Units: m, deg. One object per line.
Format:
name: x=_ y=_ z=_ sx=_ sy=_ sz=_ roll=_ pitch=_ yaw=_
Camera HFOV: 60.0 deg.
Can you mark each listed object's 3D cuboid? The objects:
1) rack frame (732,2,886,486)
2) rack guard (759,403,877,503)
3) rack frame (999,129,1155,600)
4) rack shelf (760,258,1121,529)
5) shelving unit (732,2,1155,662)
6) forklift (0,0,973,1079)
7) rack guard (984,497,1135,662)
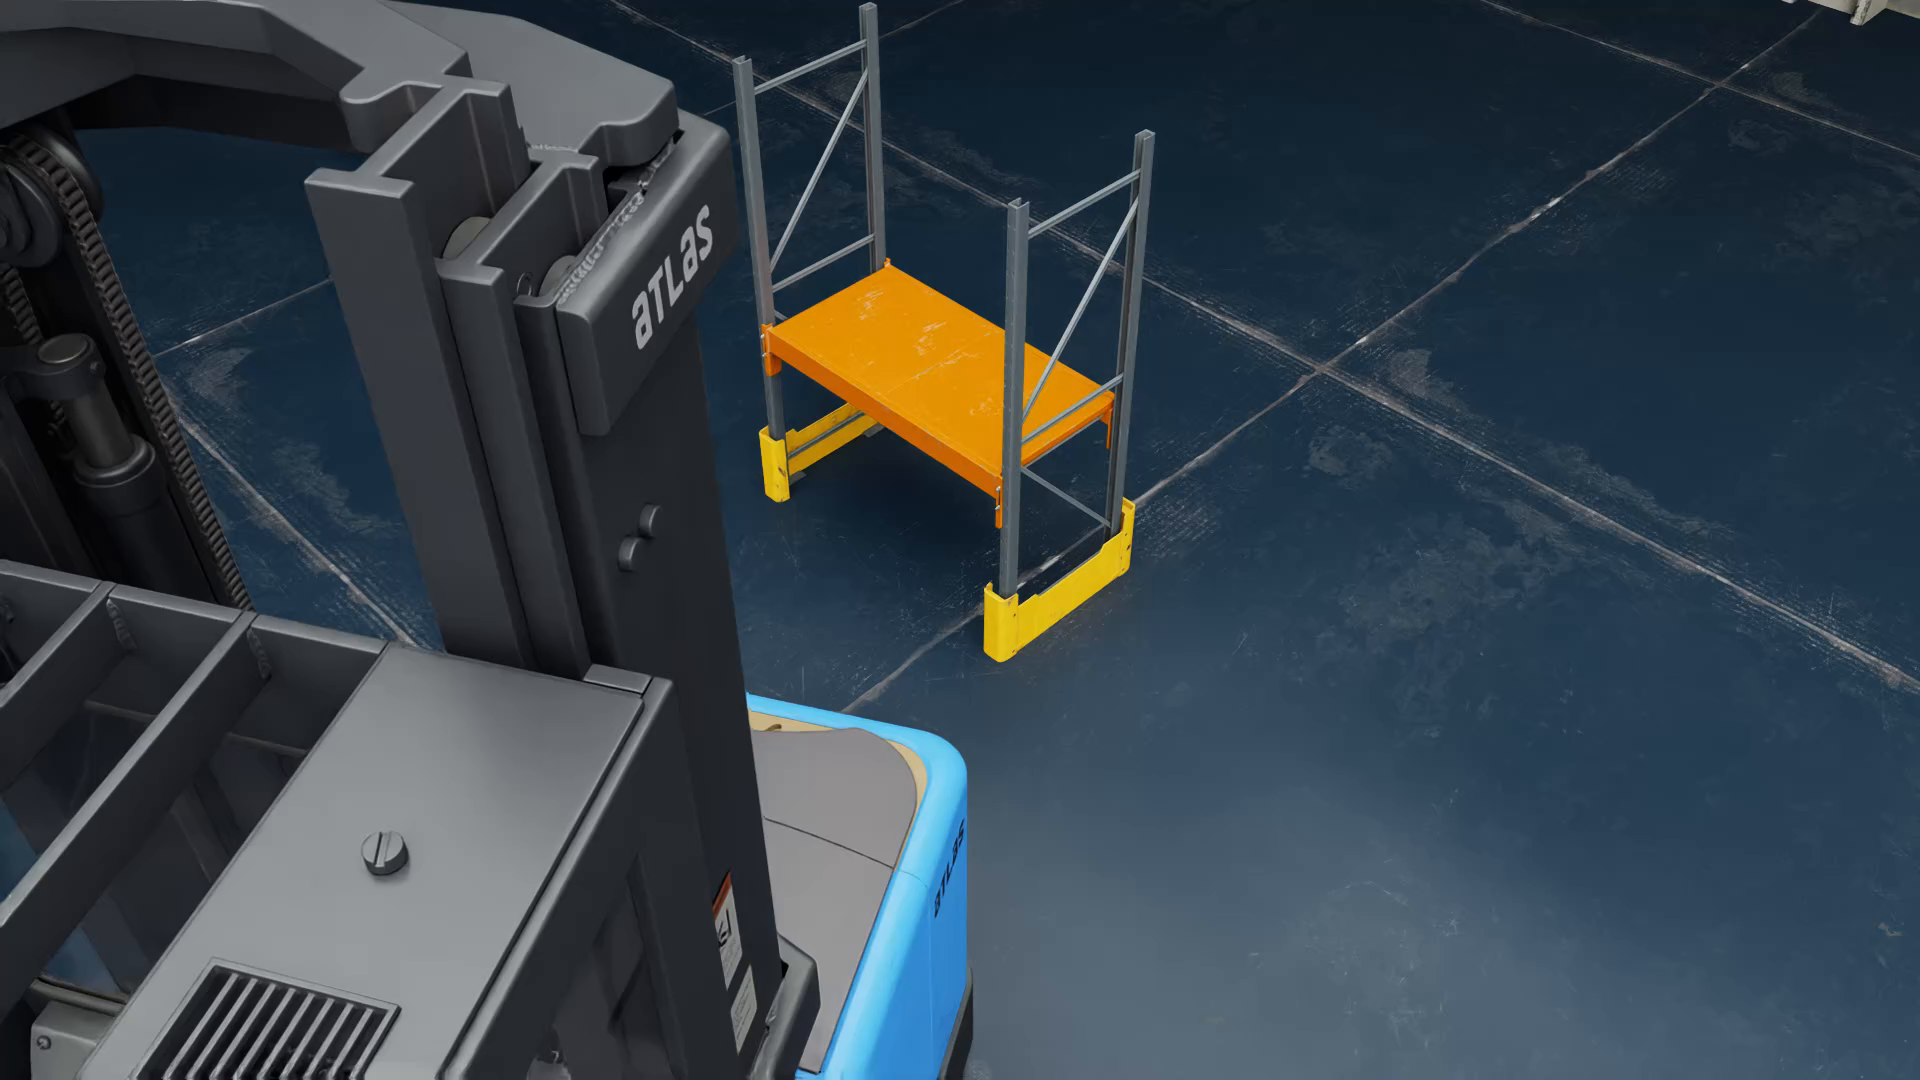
rack frame: x=-0.419 y=-0.836 z=5.050 sx=0.500 sy=1.500 sz=0.032 roll=-34 pitch=53 yaw=-31
rack guard: x=-0.406 y=-0.368 z=5.464 sx=0.587 sy=0.250 sz=0.087 roll=-34 pitch=53 yaw=-31
rack frame: x=0.299 y=-0.348 z=4.521 sx=0.500 sy=1.500 sz=0.032 roll=-34 pitch=53 yaw=-31
rack shelf: x=-0.060 y=-0.460 z=4.907 sx=0.538 sy=0.185 sz=1.000 roll=-34 pitch=53 yaw=-31
shelving unit: x=-0.054 y=-0.587 z=4.781 sx=0.587 sy=1.500 sz=1.083 roll=-34 pitch=53 yaw=-31
forklift: x=-0.852 y=0.980 z=2.030 sx=1.130 sy=2.935 sz=3.031 roll=11 pitch=44 yaw=11
rack guard: x=0.298 y=0.111 z=4.946 sx=0.587 sy=0.250 sz=0.087 roll=-34 pitch=53 yaw=-31
